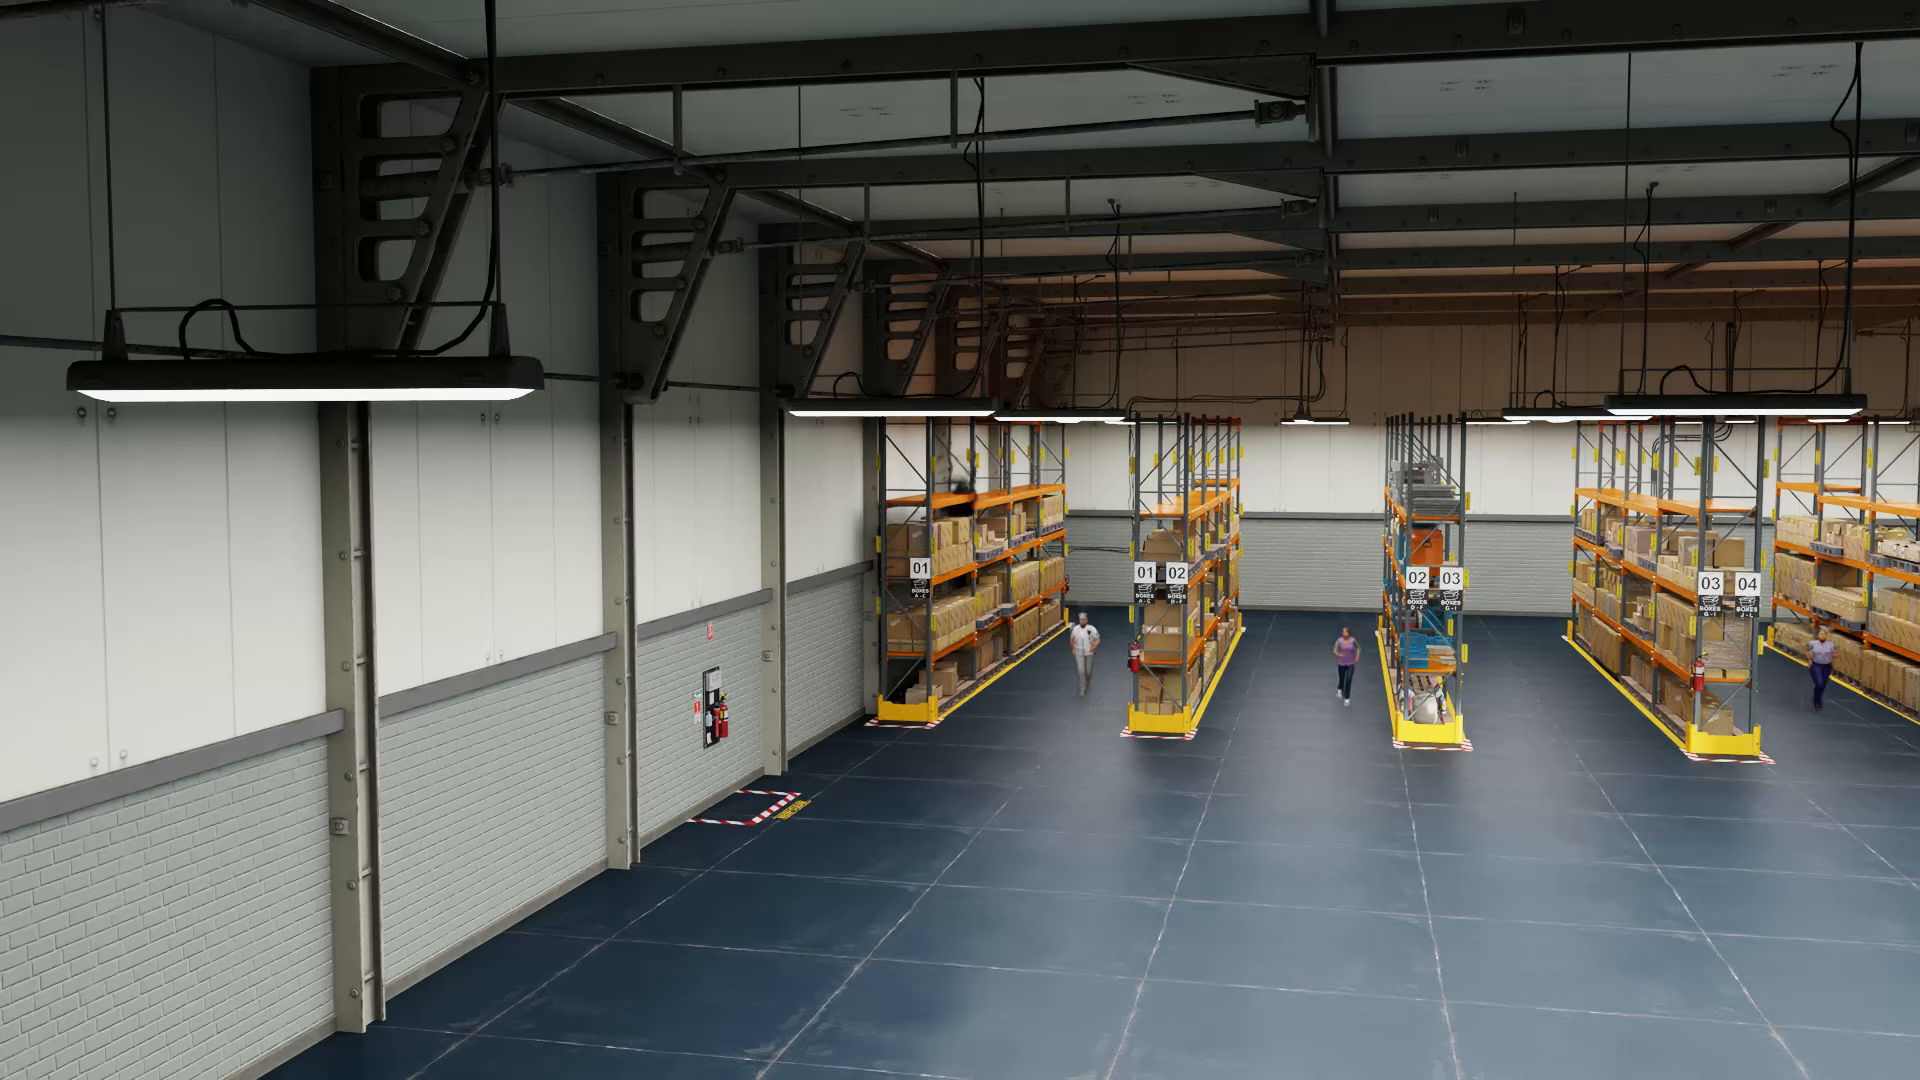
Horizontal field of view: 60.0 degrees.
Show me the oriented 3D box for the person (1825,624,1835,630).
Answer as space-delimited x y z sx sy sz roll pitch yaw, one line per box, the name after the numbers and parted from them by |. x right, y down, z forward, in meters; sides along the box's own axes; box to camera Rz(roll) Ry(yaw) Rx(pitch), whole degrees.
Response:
23.206 1.892 44.357 0.754 1.699 0.590 -1 4 -18 | person

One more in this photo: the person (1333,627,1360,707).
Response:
8.017 2.599 34.509 0.550 1.591 0.882 1 4 14 | person

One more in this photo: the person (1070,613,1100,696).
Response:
2.676 2.442 35.742 0.657 1.770 0.719 1 4 9 | person

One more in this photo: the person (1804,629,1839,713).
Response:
17.412 2.649 33.602 0.574 1.719 0.754 1 4 8 | person
